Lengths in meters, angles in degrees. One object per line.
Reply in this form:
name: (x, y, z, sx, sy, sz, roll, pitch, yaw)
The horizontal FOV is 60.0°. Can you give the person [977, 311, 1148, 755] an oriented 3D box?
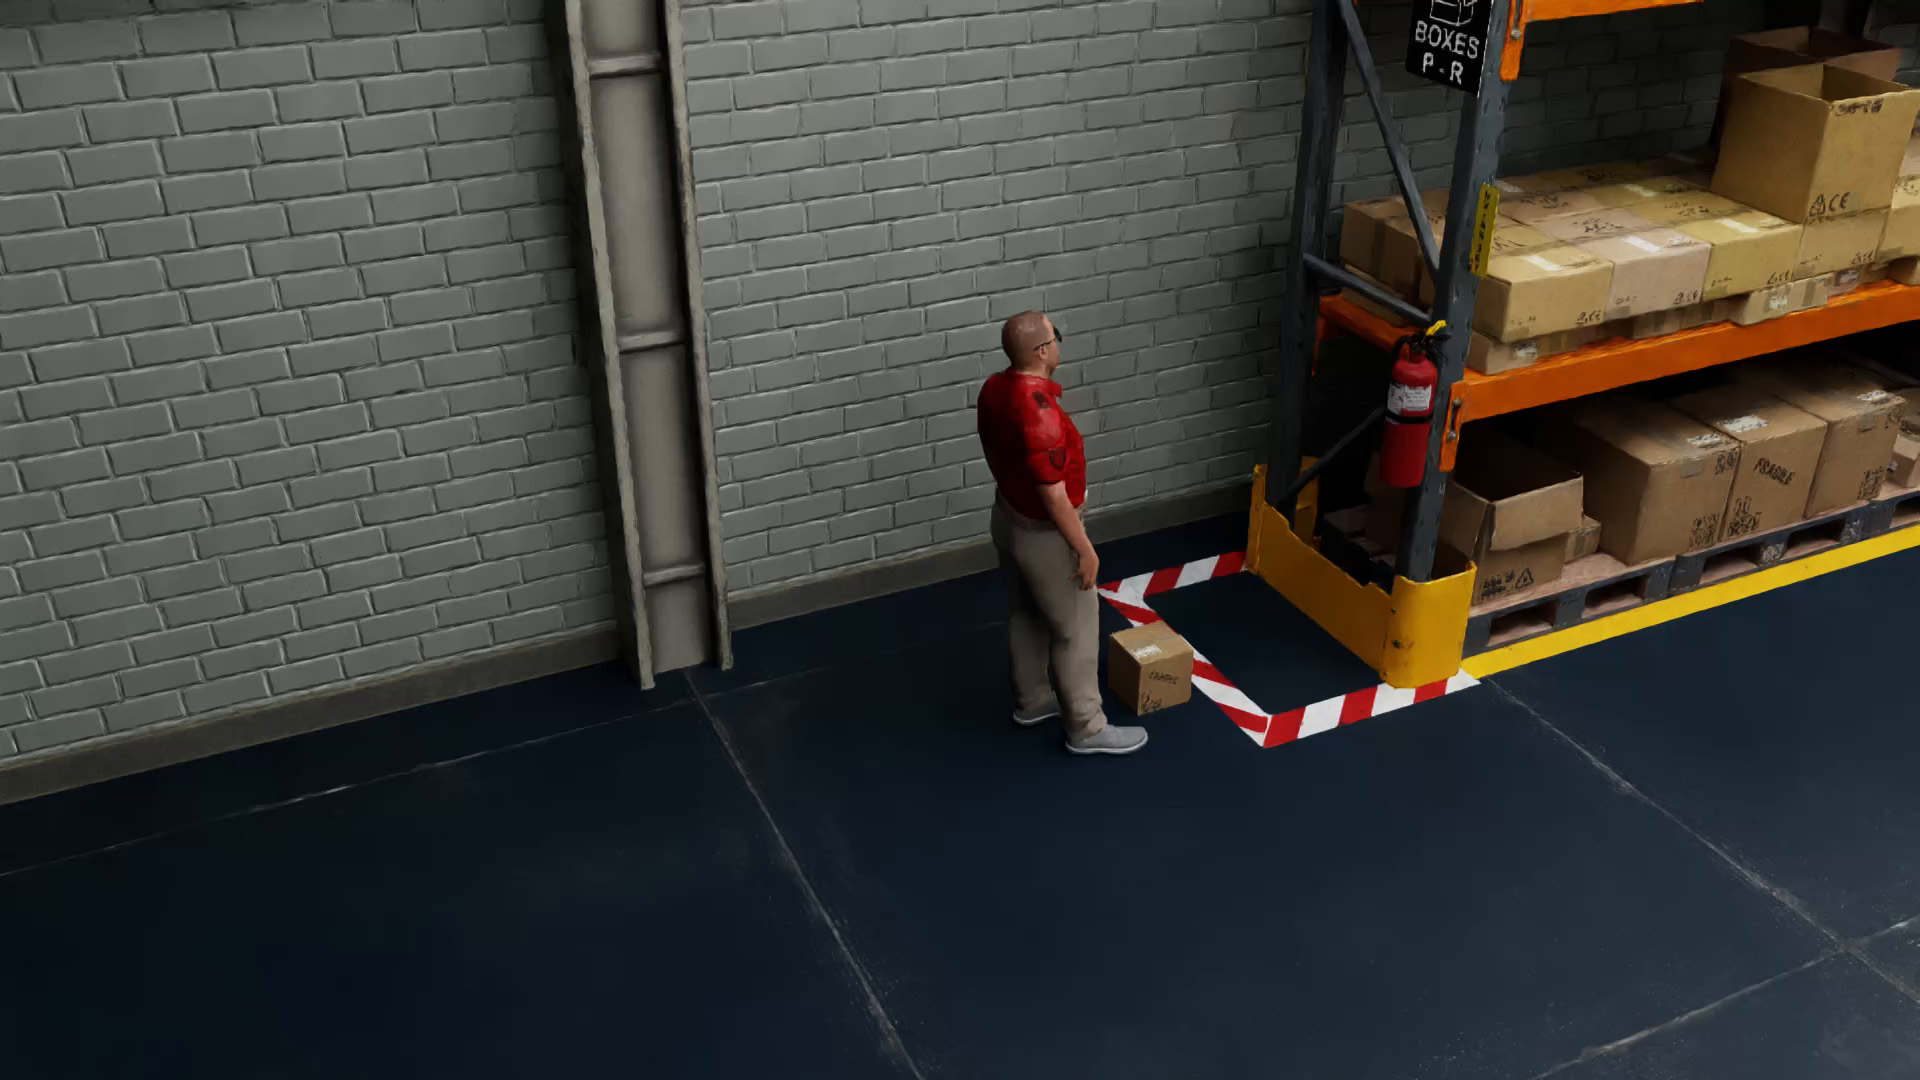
person: (0.379, -0.037, 6.194, 0.526, 1.729, 0.644, -13, 32, -22)
